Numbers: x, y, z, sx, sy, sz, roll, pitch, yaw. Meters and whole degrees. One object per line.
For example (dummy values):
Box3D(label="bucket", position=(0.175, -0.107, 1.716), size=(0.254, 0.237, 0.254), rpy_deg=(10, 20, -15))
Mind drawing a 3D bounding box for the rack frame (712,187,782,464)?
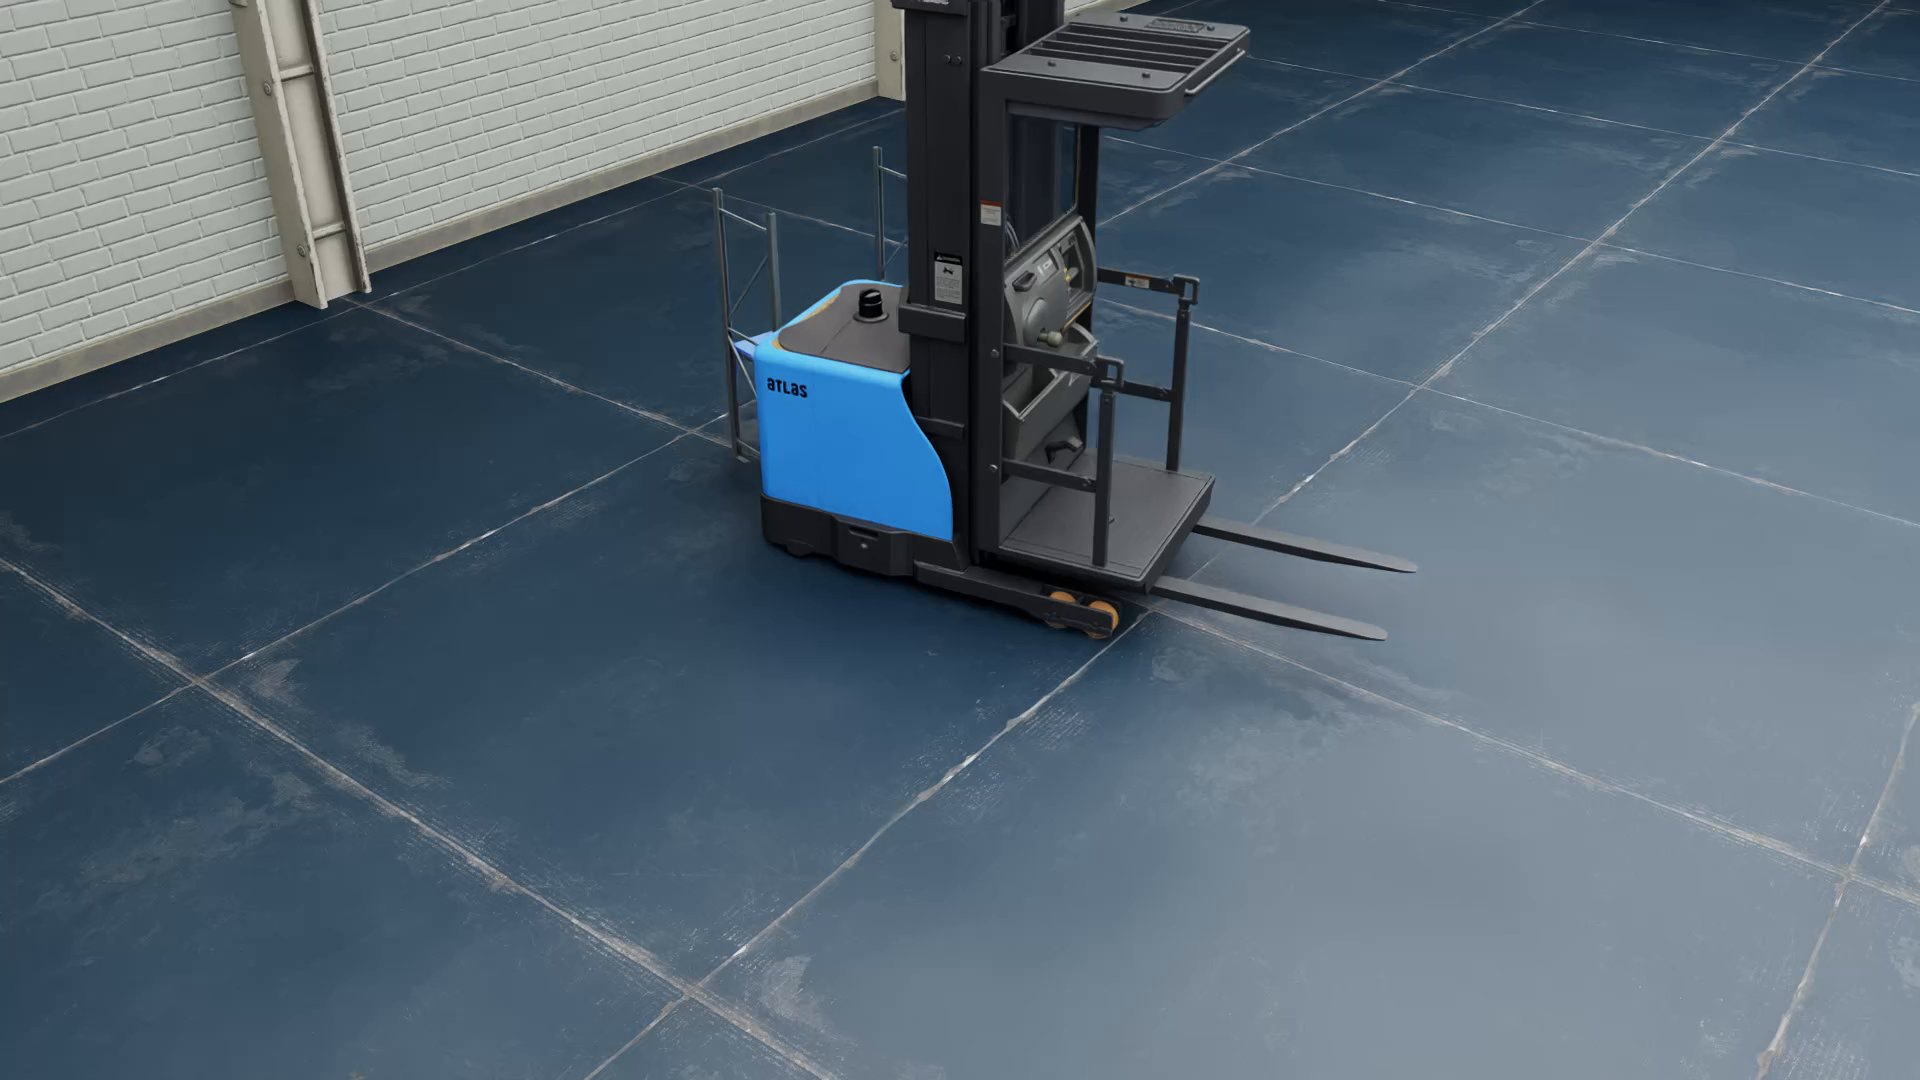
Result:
Box3D(label="rack frame", position=(-1.057, -1.006, 8.477), size=(0.032, 1.500, 0.500), rpy_deg=(-24, 38, -34))

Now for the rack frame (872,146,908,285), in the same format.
Box3D(label="rack frame", position=(-0.290, -1.346, 9.051), size=(0.032, 1.500, 0.500), rpy_deg=(-24, 38, -34))

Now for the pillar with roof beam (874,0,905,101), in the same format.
Box3D(label="pillar with roof beam", position=(2.911, -6.607, 10.572), size=(9.100, 9.000, 0.400), rpy_deg=(21, 37, 31))

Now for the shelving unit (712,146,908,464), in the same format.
Box3D(label="shelving unit", position=(-0.674, -1.176, 8.764), size=(1.048, 1.500, 0.538), rpy_deg=(-24, 38, -34))

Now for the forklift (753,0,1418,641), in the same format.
Box3D(label="forklift", position=(0.587, -1.125, 7.274), size=(3.031, 2.935, 1.130), rpy_deg=(13, 33, 21))

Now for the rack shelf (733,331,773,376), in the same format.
Box3D(label="rack shelf", position=(-0.674, -1.022, 8.855), size=(1.000, 0.185, 0.538), rpy_deg=(-24, 38, -34))

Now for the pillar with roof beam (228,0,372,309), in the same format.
Box3D(label="pillar with roof beam", position=(-0.711, -4.168, 6.457), size=(9.100, 9.000, 0.400), rpy_deg=(21, 37, 31))
